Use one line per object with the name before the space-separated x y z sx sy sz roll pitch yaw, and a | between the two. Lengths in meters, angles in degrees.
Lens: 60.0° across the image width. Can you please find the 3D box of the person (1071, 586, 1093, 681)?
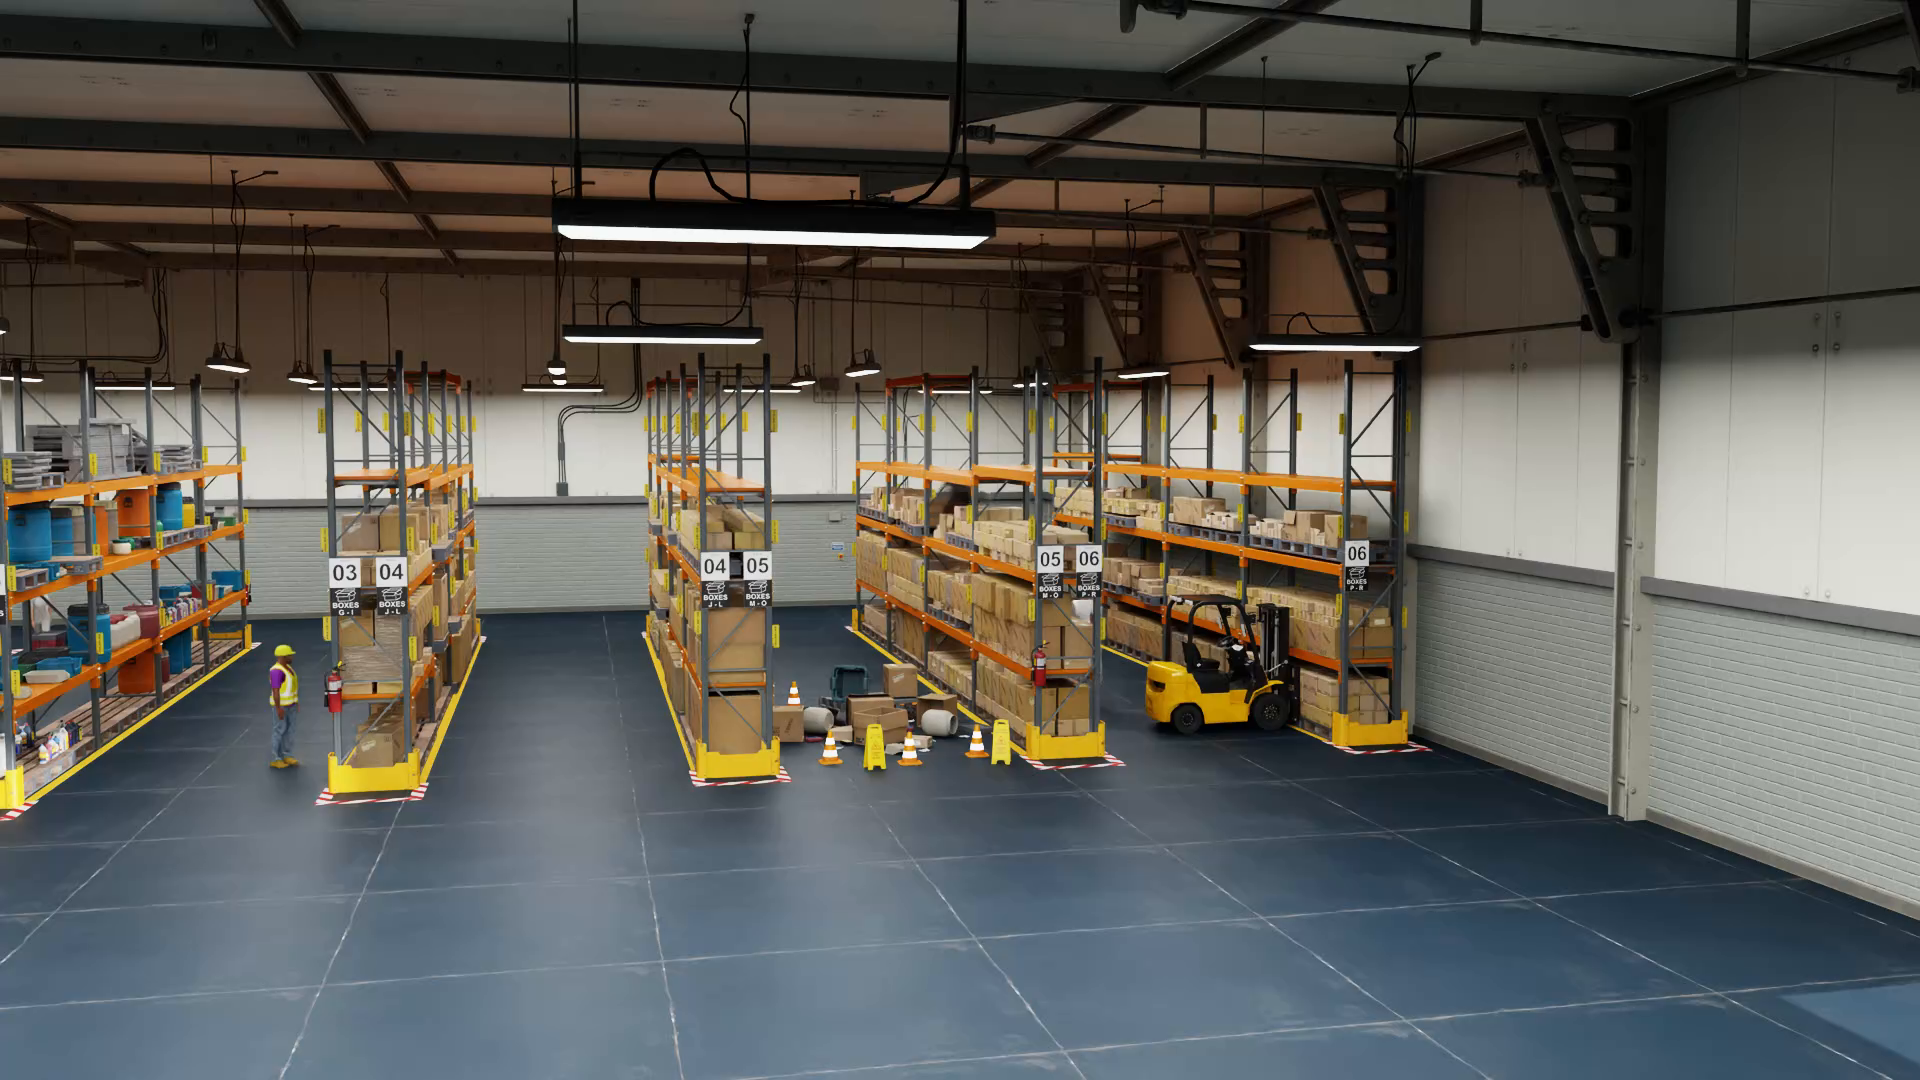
person | 2.181 1.713 30.615 0.608 1.872 0.584 -1 4 -18

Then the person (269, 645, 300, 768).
person | -9.891 2.419 24.353 0.372 1.779 0.616 1 4 11

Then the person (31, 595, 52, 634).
person | -19.459 1.735 35.151 0.403 1.584 1.022 -1 4 -18
